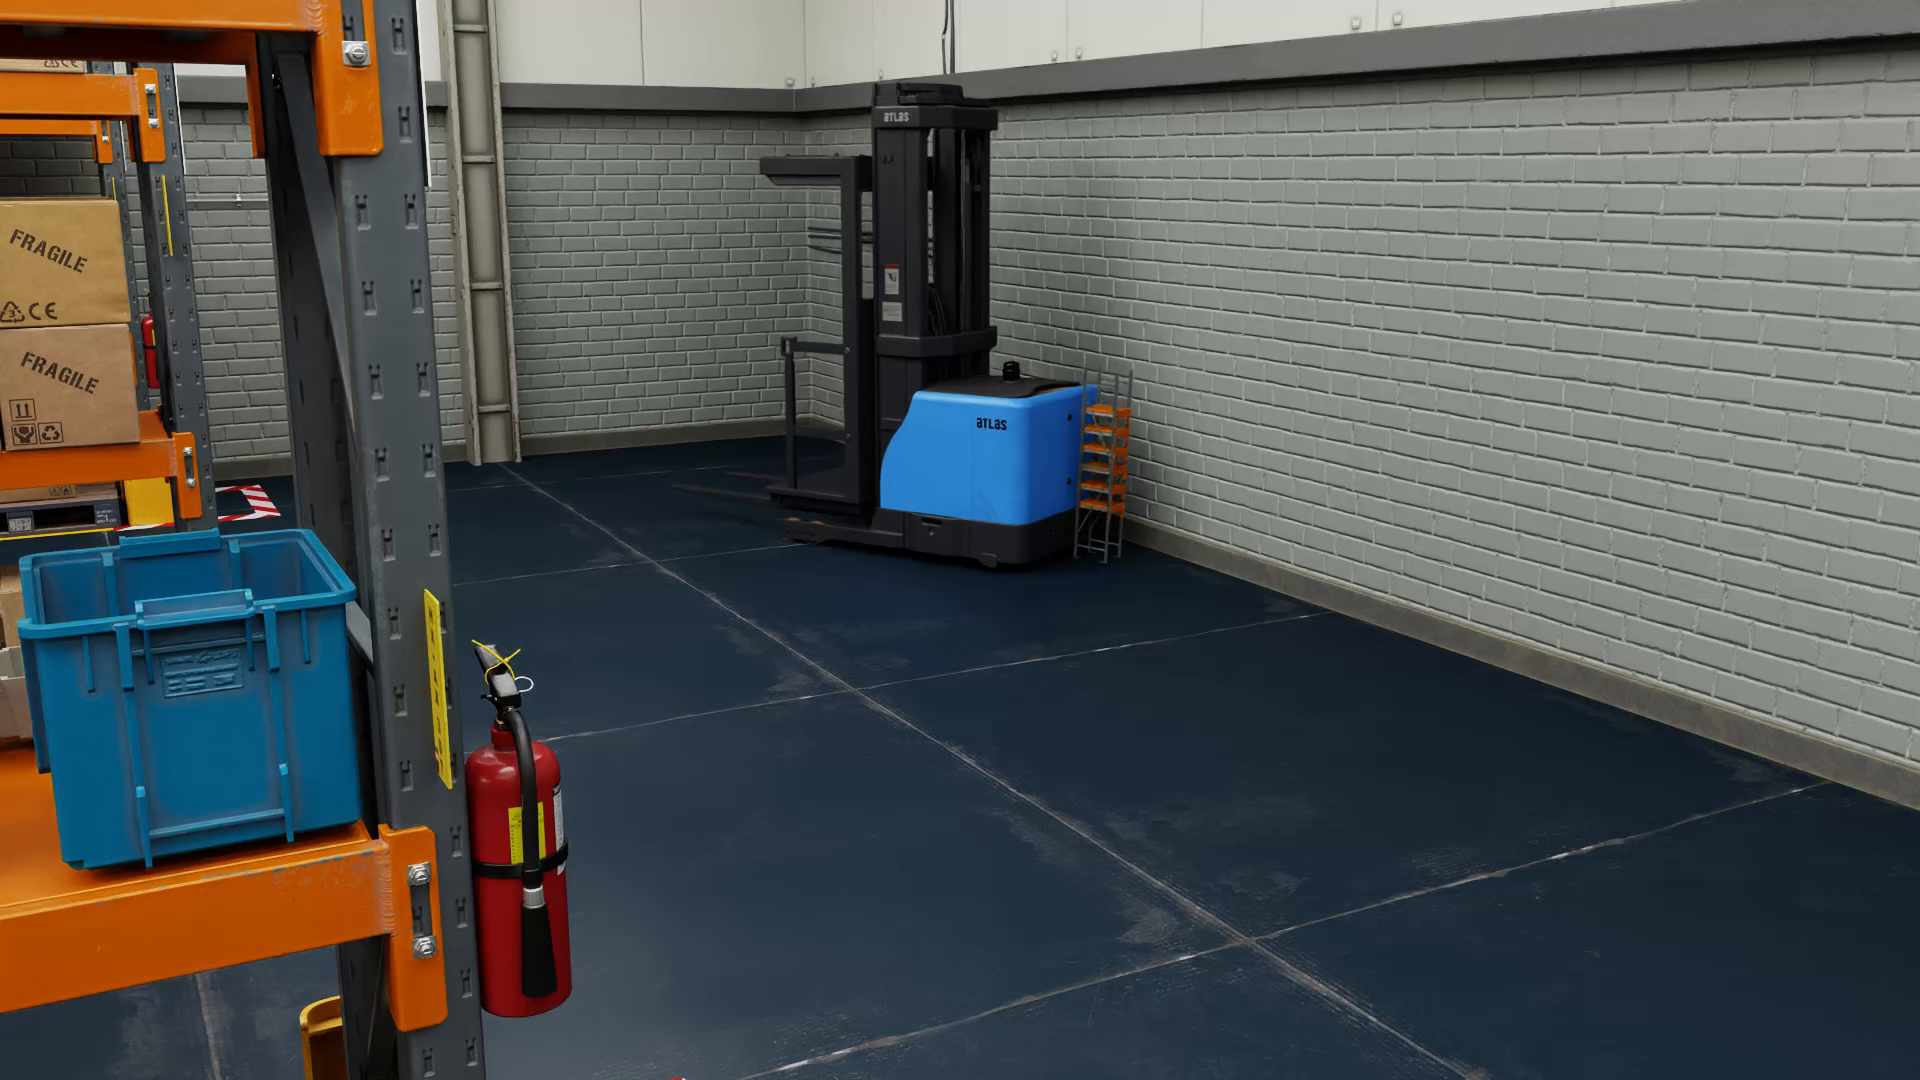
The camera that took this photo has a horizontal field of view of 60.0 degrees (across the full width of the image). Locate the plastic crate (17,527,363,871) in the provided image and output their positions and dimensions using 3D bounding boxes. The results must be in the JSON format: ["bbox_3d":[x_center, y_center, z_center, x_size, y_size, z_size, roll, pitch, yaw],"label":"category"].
[{"bbox_3d":[-1.359,0.251,2.946,0.499,0.435,0.616,-7,14,-28],"label":"plastic crate"}]

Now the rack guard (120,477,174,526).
[{"bbox_3d":[-5.880,-0.466,12.043,0.348,0.500,1.175,-7,14,-28],"label":"rack guard"}]

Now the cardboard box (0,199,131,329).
[{"bbox_3d":[-3.783,-1.166,6.952,0.500,0.500,0.500,-7,14,-28],"label":"cardboard box"}]

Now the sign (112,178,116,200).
[{"bbox_3d":[-5.654,-2.258,11.133,0.005,0.325,0.100,-7,14,-28],"label":"sign"}]

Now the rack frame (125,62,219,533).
[{"bbox_3d":[-3.525,-0.729,7.517,0.127,3.000,1.000,-7,14,-28],"label":"rack frame"}]

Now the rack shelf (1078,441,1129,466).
[{"bbox_3d":[0.899,-0.544,10.423,0.258,0.103,0.180,11,17,32],"label":"rack shelf"}]

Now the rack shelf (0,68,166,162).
[{"bbox_3d":[-5.280,-1.631,6.331,4.000,0.370,1.077,-7,14,-28],"label":"rack shelf"}]

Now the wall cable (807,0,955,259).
[{"bbox_3d":[-0.766,-3.621,13.777,0.112,2.526,3.097,-7,14,-28],"label":"wall cable"}]

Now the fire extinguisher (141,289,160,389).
[{"bbox_3d":[-5.548,-1.391,11.482,0.183,0.674,0.296,-7,14,-28],"label":"fire extinguisher"}]

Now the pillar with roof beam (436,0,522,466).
[{"bbox_3d":[-1.883,-4.231,9.415,0.400,9.000,9.100,-7,14,-28],"label":"pillar with roof beam"}]

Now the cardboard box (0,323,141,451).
[{"bbox_3d":[-3.787,-0.678,7.063,0.500,0.500,0.500,-6,14,-26],"label":"cardboard box"}]

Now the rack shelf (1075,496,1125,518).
[{"bbox_3d":[0.885,-0.196,10.511,0.258,0.103,0.180,11,17,32],"label":"rack shelf"}]

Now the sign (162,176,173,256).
[{"bbox_3d":[-3.276,-1.339,6.870,0.005,0.325,0.100,-7,14,-28],"label":"sign"}]

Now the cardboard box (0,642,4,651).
[{"bbox_3d":[-4.282,0.569,7.202,0.250,0.166,0.380,-7,14,-28],"label":"cardboard box"}]

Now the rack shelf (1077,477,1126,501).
[{"bbox_3d":[0.890,-0.312,10.482,0.258,0.103,0.180,11,17,32],"label":"rack shelf"}]

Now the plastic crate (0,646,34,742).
[{"bbox_3d":[-1.850,0.306,3.383,0.298,0.136,0.250,-7,14,-28],"label":"plastic crate"}]

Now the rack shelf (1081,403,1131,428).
[{"bbox_3d":[0.909,-0.777,10.364,0.258,0.103,0.180,11,17,32],"label":"rack shelf"}]

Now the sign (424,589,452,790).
[{"bbox_3d":[-0.877,0.251,2.792,0.005,0.325,0.100,-7,14,-28],"label":"sign"}]

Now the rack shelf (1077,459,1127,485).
[{"bbox_3d":[0.895,-0.428,10.452,0.258,0.103,0.180,11,17,32],"label":"rack shelf"}]

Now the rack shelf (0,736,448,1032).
[{"bbox_3d":[-2.910,0.787,2.417,4.000,0.370,1.077,-7,14,-28],"label":"rack shelf"}]

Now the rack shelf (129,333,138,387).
[{"bbox_3d":[-7.657,-1.122,10.901,4.000,0.370,1.077,-7,14,-28],"label":"rack shelf"}]

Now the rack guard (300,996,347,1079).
[{"bbox_3d":[-1.140,1.440,3.570,0.348,0.500,1.175,-7,14,-28],"label":"rack guard"}]

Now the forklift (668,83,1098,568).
[{"bbox_3d":[-0.619,-1.480,11.009,3.031,2.935,1.130,8,15,31],"label":"forklift"}]

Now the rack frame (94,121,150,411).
[{"bbox_3d":[-5.901,-1.683,11.757,0.127,3.000,1.000,-7,14,-28],"label":"rack frame"}]

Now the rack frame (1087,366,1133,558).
[{"bbox_3d":[0.947,-0.488,10.516,0.240,1.200,0.006,11,17,32],"label":"rack frame"}]

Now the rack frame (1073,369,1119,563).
[{"bbox_3d":[0.846,-0.454,10.367,0.240,1.200,0.006,11,17,32],"label":"rack frame"}]

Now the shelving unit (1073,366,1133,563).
[{"bbox_3d":[0.896,-0.471,10.441,0.258,1.200,0.189,11,17,32],"label":"shelving unit"}]

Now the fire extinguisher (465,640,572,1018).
[{"bbox_3d":[-0.804,0.517,3.004,0.183,0.674,0.296,-7,14,-28],"label":"fire extinguisher"}]

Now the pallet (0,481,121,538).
[{"bbox_3d":[-6.566,-0.224,11.622,1.213,0.211,1.003,-7,14,-28],"label":"pallet"}]

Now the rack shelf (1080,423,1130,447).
[{"bbox_3d":[0.904,-0.660,10.393,0.258,0.103,0.180,11,17,32],"label":"rack shelf"}]

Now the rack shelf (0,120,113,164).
[{"bbox_3d":[-7.657,-2.585,10.572,4.000,0.370,1.077,-7,14,-28],"label":"rack shelf"}]

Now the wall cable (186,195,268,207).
[{"bbox_3d":[-5.231,-2.496,13.054,1.851,1.984,0.084,-7,14,-28],"label":"wall cable"}]

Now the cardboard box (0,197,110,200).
[{"bbox_3d":[-4.040,-1.270,7.414,0.500,0.500,0.500,-6,14,-26],"label":"cardboard box"}]

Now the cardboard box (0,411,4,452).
[{"bbox_3d":[-4.241,-0.623,6.818,0.500,0.500,0.500,-7,14,-27],"label":"cardboard box"}]

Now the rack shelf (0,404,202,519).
[{"bbox_3d":[-5.280,-0.168,6.661,4.000,0.370,1.077,-7,14,-28],"label":"rack shelf"}]

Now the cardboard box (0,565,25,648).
[{"bbox_3d":[-3.884,0.381,7.278,0.500,0.500,0.500,-7,14,-28],"label":"cardboard box"}]

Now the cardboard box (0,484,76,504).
[{"bbox_3d":[-6.468,-0.576,11.572,0.500,0.500,0.700,-7,14,-28],"label":"cardboard box"}]

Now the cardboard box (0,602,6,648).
[{"bbox_3d":[-4.577,0.453,7.525,0.500,0.250,0.500,-7,14,-28],"label":"cardboard box"}]

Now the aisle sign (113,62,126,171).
[{"bbox_3d":[-5.694,-2.901,11.248,0.004,0.787,0.394,-7,14,-28],"label":"aisle sign"}]

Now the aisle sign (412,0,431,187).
[{"bbox_3d":[-0.951,-0.993,2.771,0.004,0.787,0.394,-7,14,-28],"label":"aisle sign"}]

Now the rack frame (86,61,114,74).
[{"bbox_3d":[-5.901,-4.610,11.098,0.127,3.000,1.000,-7,14,-28],"label":"rack frame"}]

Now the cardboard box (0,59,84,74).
[{"bbox_3d":[-3.849,-2.014,6.738,0.500,0.250,0.500,-7,14,-28],"label":"cardboard box"}]

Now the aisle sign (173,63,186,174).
[{"bbox_3d":[-3.318,-1.945,7.001,0.004,0.787,0.394,-7,14,-28],"label":"aisle sign"}]

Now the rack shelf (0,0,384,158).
[{"bbox_3d":[-2.910,-0.676,2.088,4.000,0.370,1.077,-7,14,-28],"label":"rack shelf"}]
